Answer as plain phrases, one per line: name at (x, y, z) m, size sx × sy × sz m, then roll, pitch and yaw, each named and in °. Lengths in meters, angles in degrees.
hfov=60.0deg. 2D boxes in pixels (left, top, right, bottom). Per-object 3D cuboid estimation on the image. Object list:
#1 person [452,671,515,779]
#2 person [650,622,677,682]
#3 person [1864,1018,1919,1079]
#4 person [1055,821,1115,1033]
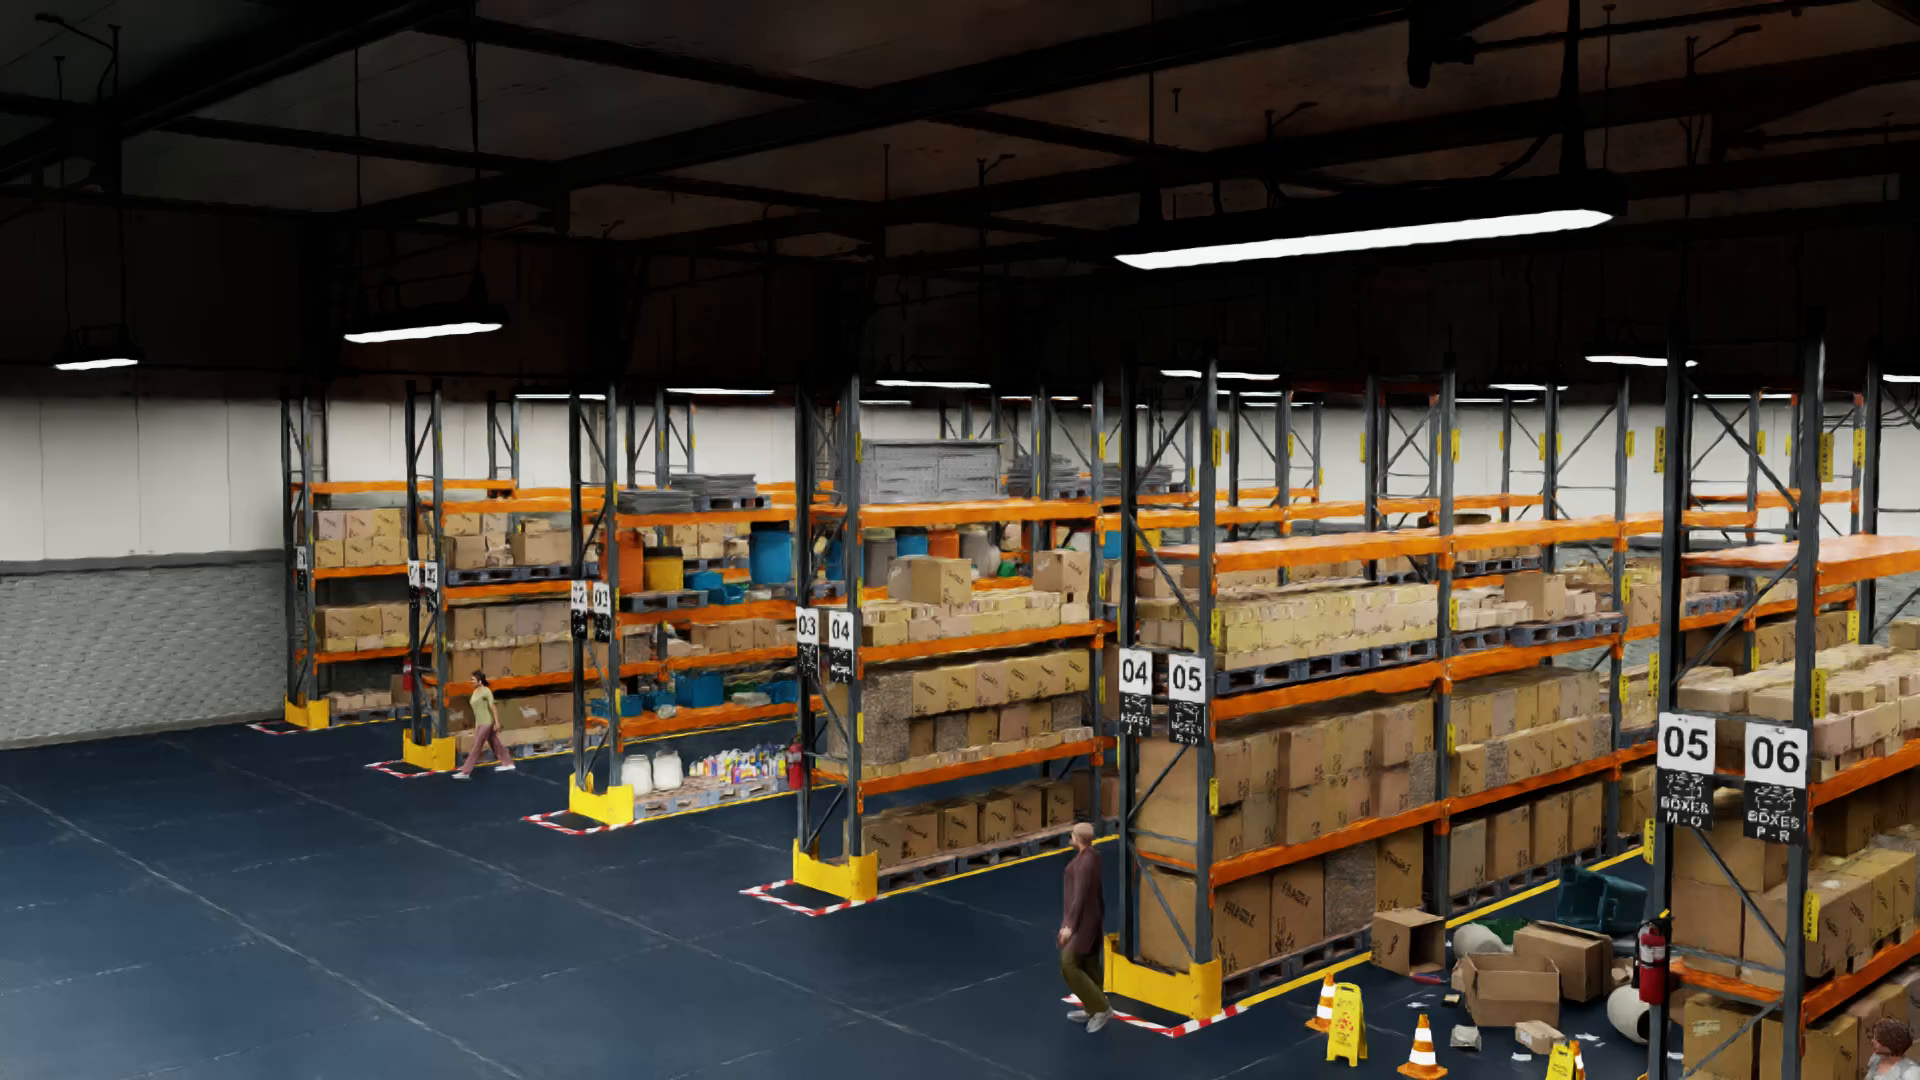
person at (-7.207, 2.749, 25.023) m, size 1.095 × 1.588 × 0.448 m, roll -3°, pitch 5°, yaw -41°
person at (-5.781, 2.225, 32.305) m, size 0.528 × 1.727 × 1.030 m, roll 3°, pitch 5°, yaw 39°
person at (5.739, 3.710, 10.278) m, size 0.831 × 1.547 × 0.530 m, roll -1°, pitch 4°, yaw -13°
person at (1.109, 3.343, 14.429) m, size 0.523 × 1.770 × 0.750 m, roll 1°, pitch 4°, yaw 17°
